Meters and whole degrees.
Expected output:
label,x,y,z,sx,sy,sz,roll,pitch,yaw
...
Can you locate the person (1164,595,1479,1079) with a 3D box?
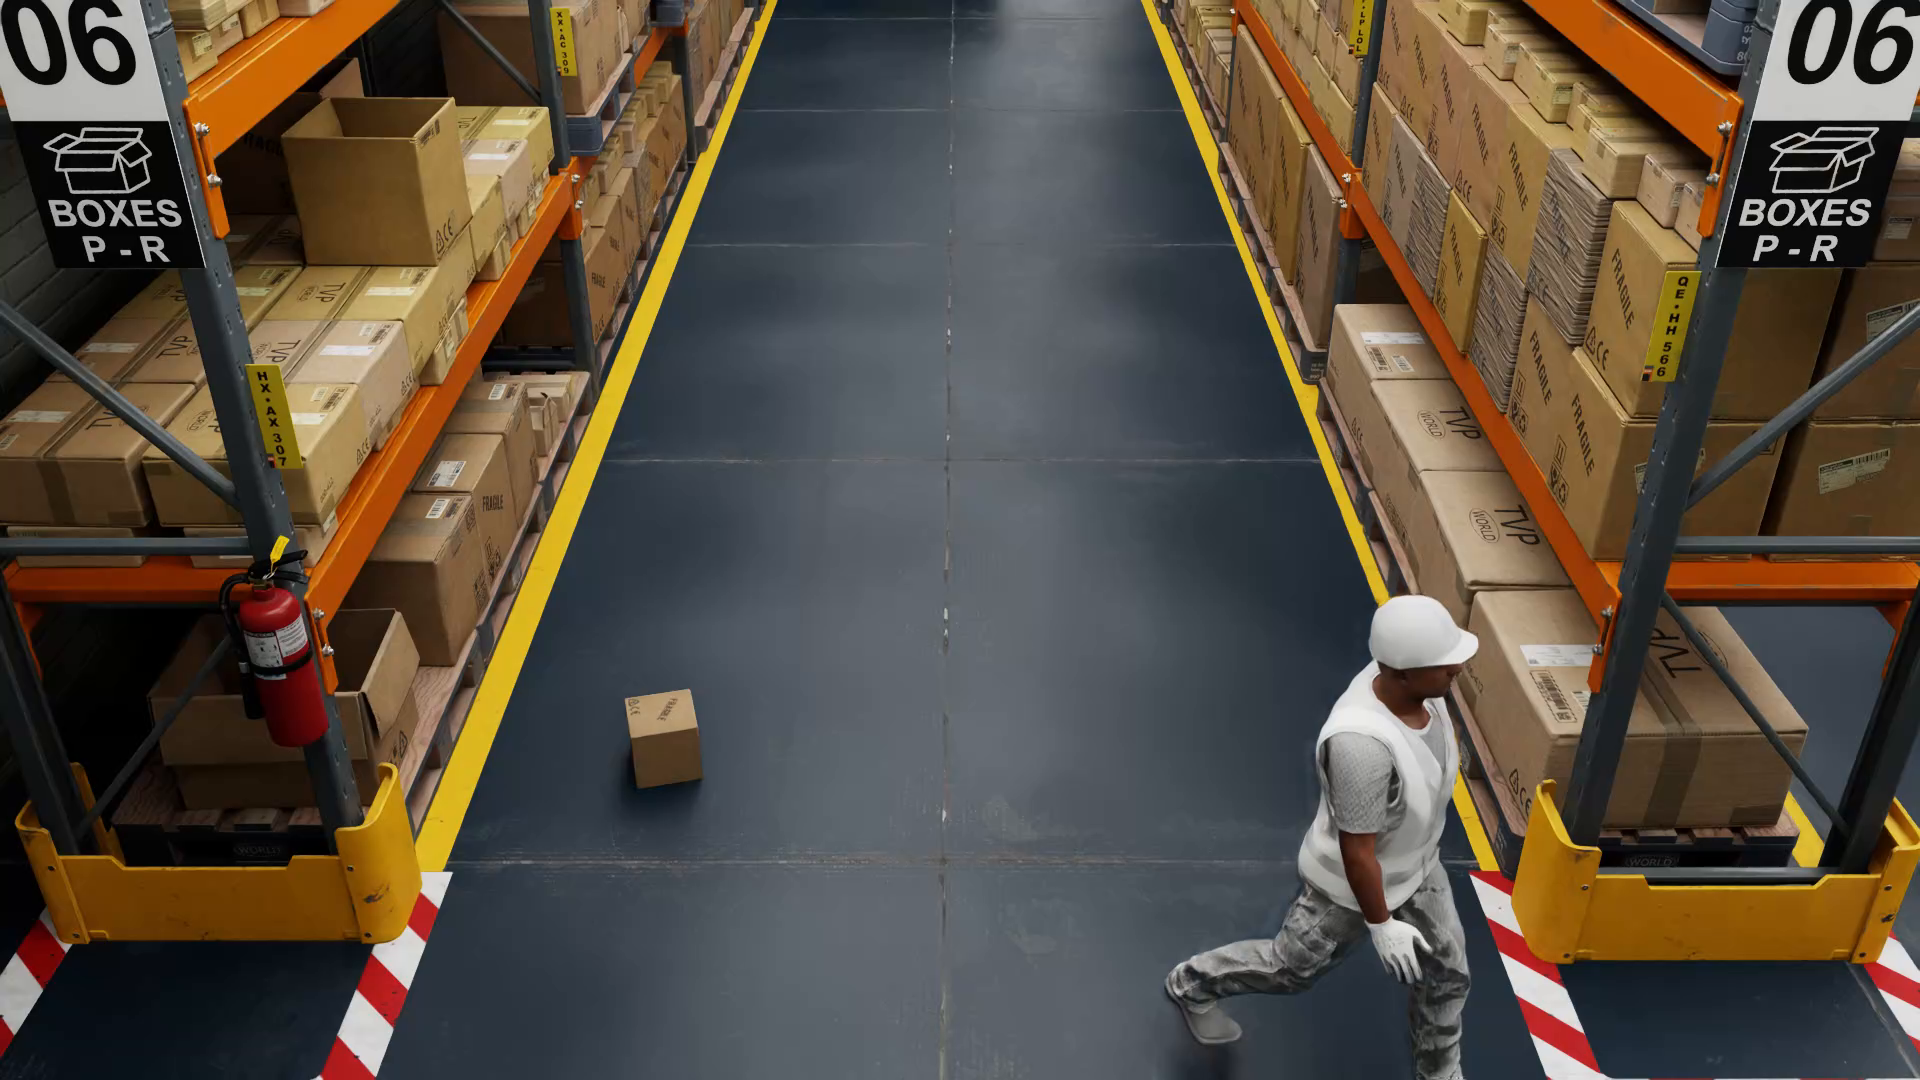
label,x,y,z,sx,sy,sz,roll,pitch,yaw
person,1.135,0.897,4.634,1.078,1.735,0.538,23,38,33
